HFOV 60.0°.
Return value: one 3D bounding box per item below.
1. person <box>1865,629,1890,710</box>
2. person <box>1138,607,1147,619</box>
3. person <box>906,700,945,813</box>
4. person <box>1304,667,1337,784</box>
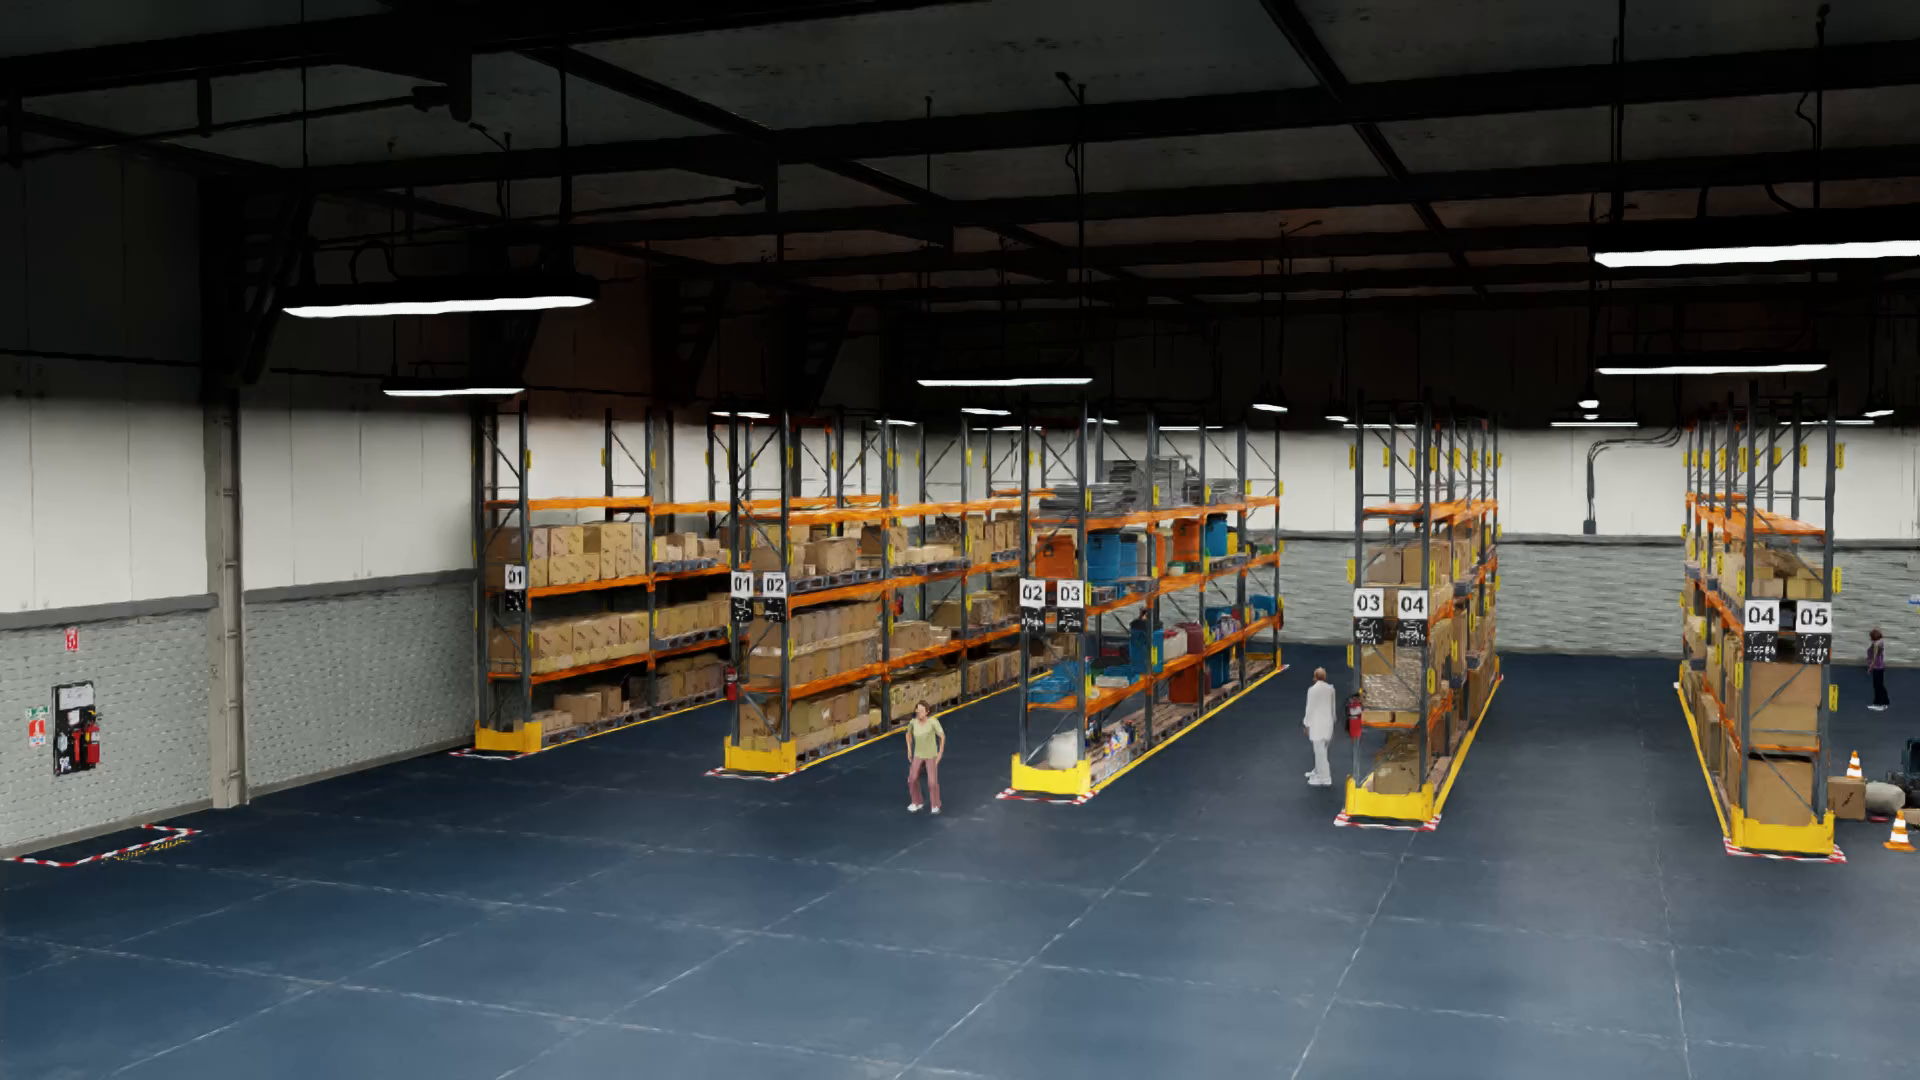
[{"bbox_3d":[18.379,2.593,33.280,0.426,1.604,0.438,2,3,34],"label":"person"},{"bbox_3d":[4.196,2.333,37.413,0.445,1.674,0.493,0,3,-7],"label":"person"},{"bbox_3d":[-0.489,3.056,23.487,0.598,1.619,0.507,1,3,20],"label":"person"},{"bbox_3d":[5.533,2.844,25.695,0.684,1.774,0.641,-3,4,-43],"label":"person"}]
